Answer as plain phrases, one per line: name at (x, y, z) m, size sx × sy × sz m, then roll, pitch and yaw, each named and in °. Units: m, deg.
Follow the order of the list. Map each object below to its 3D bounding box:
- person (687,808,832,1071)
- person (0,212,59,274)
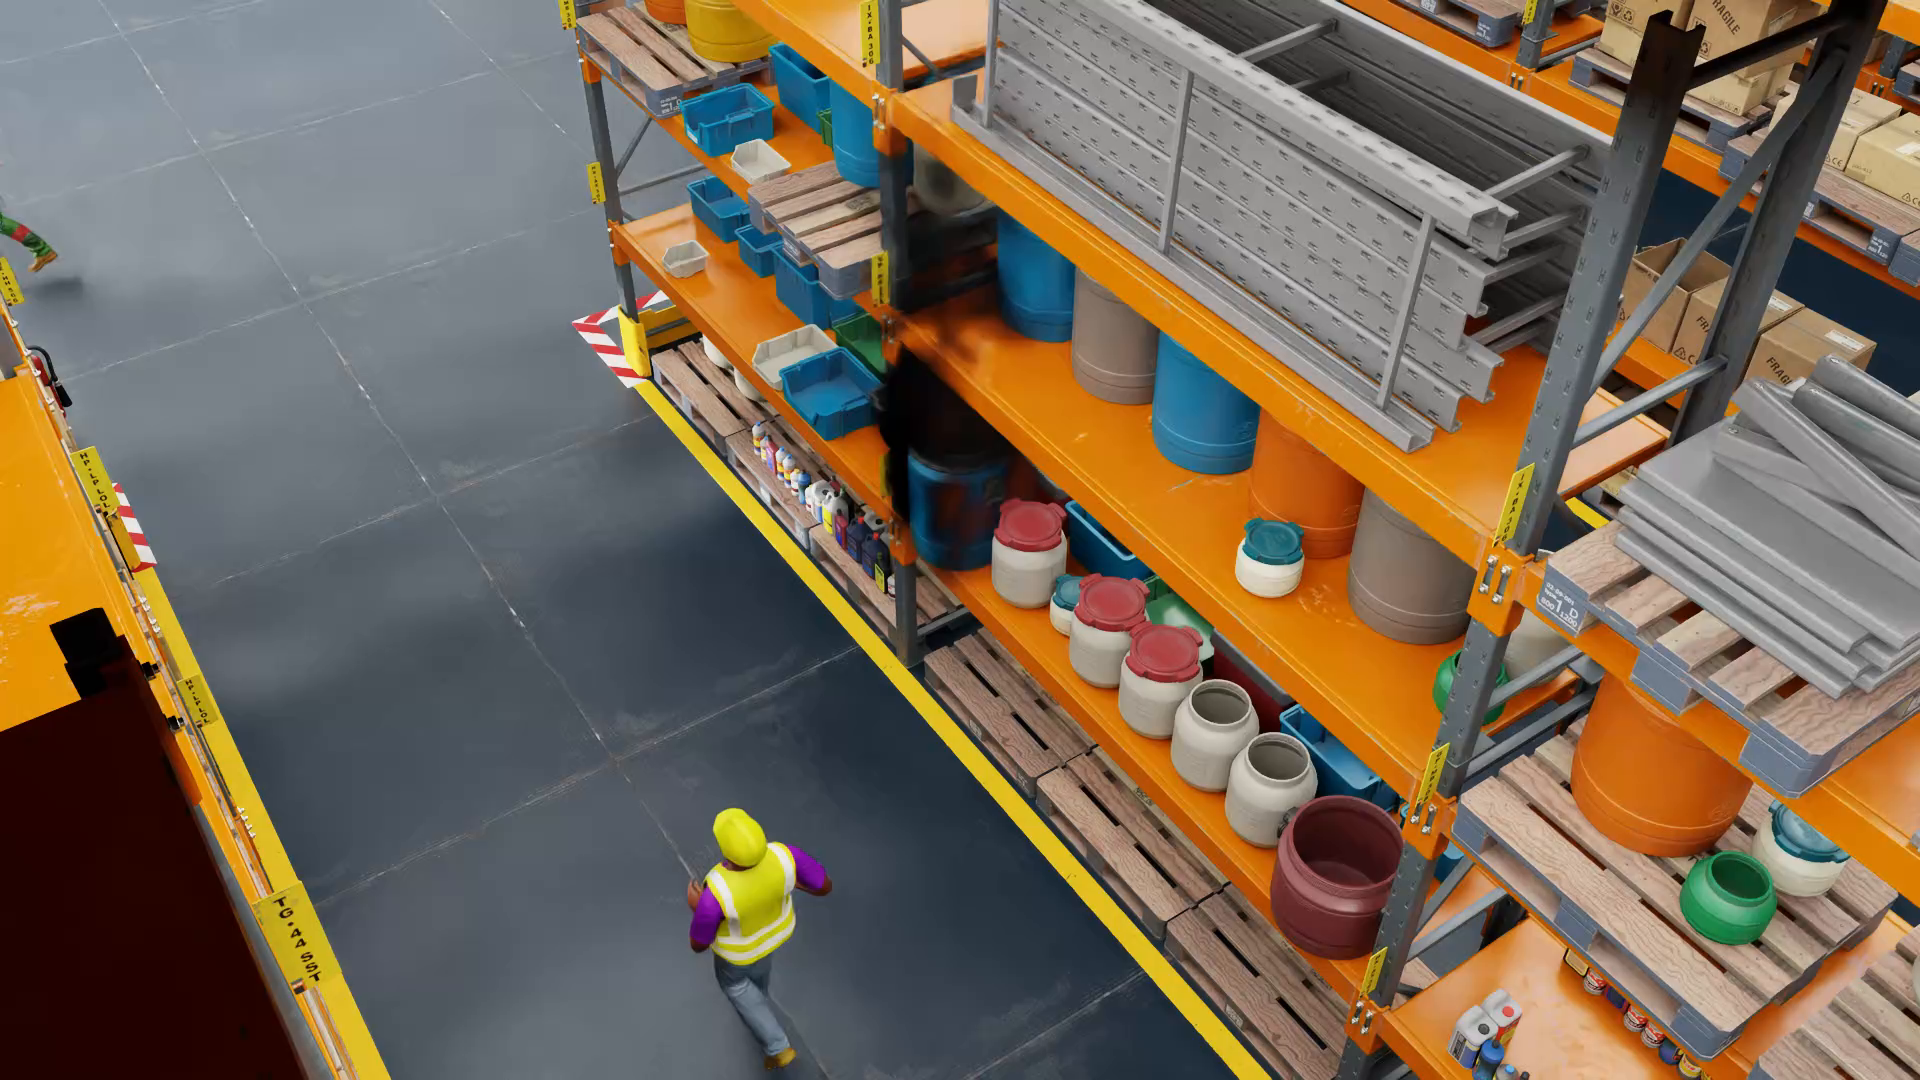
person at (-1.000, 1.878, 8.025) m, size 0.712 × 1.747 × 0.731 m, roll -28°, pitch 49°, yaw -27°
person at (-8.084, -2.872, 13.524) m, size 0.920 × 1.809 × 0.648 m, roll -4°, pitch 43°, yaw -4°
